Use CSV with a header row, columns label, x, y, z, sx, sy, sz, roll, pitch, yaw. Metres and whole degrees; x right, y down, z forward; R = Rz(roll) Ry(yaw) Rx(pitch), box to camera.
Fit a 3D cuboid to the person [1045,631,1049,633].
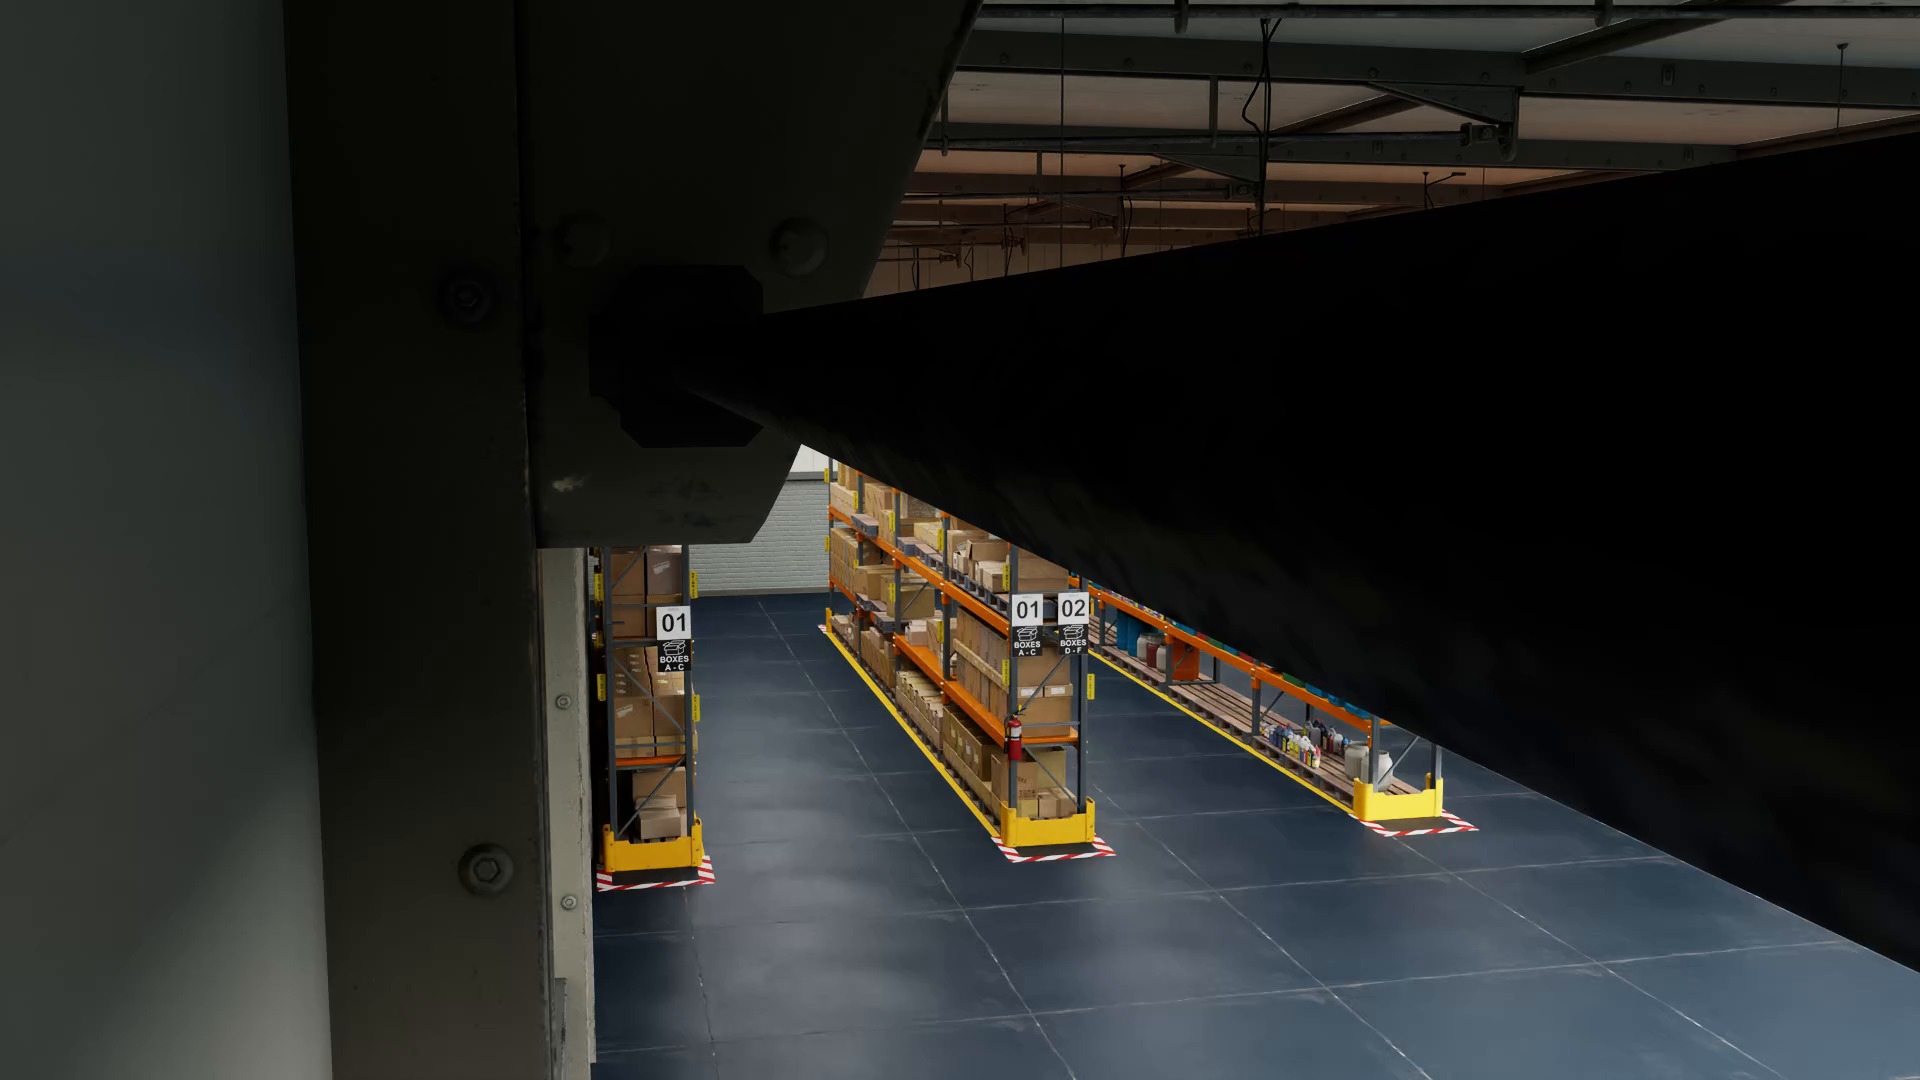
label,x,y,z,sx,sy,sz,roll,pitch,yaw
person,1.374,1.815,31.270,0.599,1.607,0.688,0,7,-1
